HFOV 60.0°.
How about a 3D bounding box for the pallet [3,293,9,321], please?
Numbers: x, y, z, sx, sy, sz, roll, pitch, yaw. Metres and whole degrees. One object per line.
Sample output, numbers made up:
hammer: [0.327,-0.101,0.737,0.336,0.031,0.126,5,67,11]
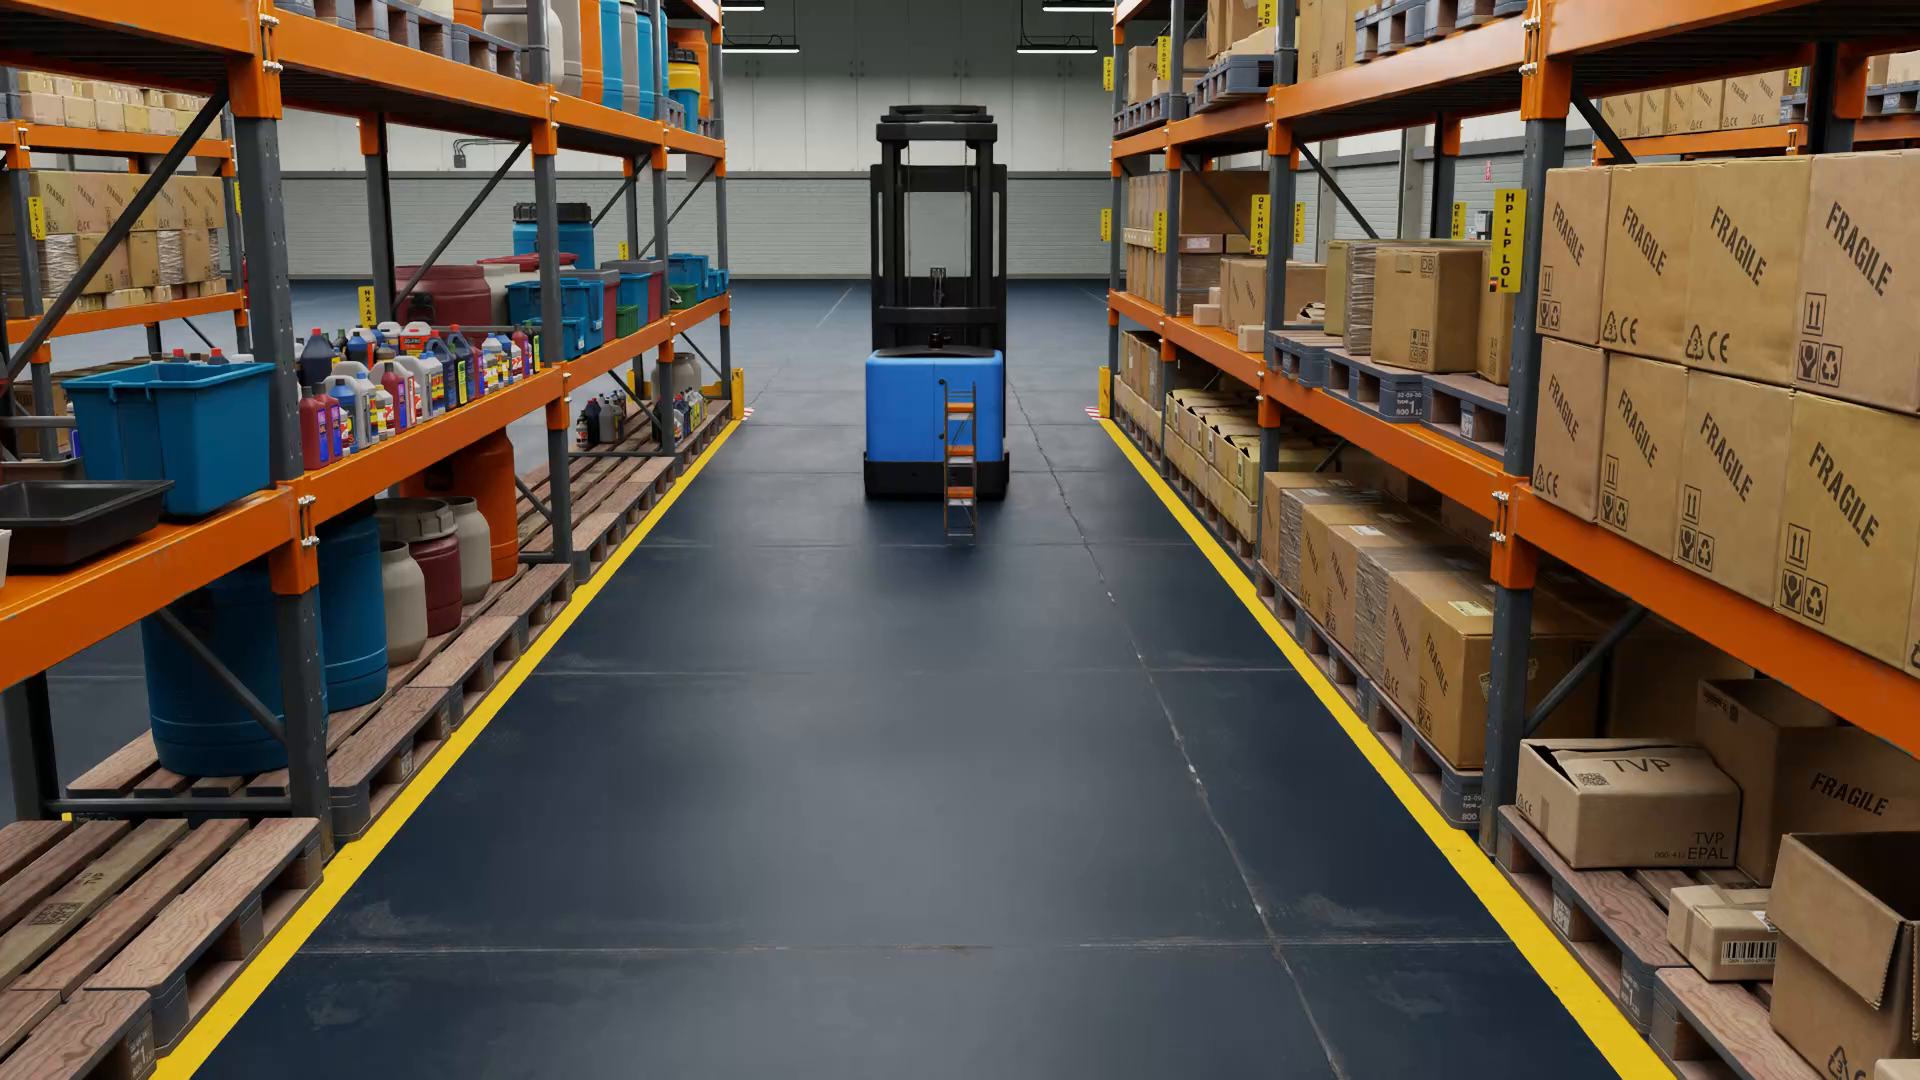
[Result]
pallet: [-7.894,-1.696,12.355,1.003,0.211,1.213,0,11,-1]

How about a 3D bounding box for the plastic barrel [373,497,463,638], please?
plastic barrel: [-2.679,0.130,7.881,0.600,0.588,0.708,0,11,-1]

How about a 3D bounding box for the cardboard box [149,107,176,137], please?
cardboard box: [-7.568,-3.838,15.265,0.500,0.250,0.500,0,11,0]

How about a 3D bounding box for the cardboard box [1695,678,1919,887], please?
cardboard box: [2.601,0.730,5.098,0.500,0.500,0.500,0,11,-1]

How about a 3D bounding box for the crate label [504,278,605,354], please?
crate label: [-2.480,-1.383,10.244,0.502,0.435,0.616,0,11,-1]

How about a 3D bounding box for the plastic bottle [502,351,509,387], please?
plastic bottle: [-2.300,-0.864,8.275,0.097,0.201,0.097,0,11,0]

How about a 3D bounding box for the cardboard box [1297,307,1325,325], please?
cardboard box: [2.259,-1.216,9.731,0.500,0.311,0.500,0,11,2]

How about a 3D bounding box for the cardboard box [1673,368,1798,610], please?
cardboard box: [2.065,-0.137,3.939,0.500,0.500,0.500,0,11,-1]

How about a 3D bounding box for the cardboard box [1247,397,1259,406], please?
cardboard box: [2.452,-0.932,12.560,0.500,0.311,0.500,0,11,0]

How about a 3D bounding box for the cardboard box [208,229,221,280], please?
cardboard box: [-7.863,-2.823,16.428,0.875,0.500,0.500,0,11,-1]

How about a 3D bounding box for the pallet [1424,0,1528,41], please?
pallet: [2.362,-1.900,5.807,1.213,0.211,1.003,0,11,-1]

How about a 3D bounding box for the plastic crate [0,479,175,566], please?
plastic crate: [-2.355,-0.045,4.279,0.437,0.125,0.590,0,11,-1]

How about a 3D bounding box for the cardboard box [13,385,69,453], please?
cardboard box: [-7.732,-1.003,13.687,0.500,0.500,0.500,-1,11,-3]

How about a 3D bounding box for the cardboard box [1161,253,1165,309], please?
cardboard box: [2.107,-2.224,14.226,0.700,0.500,0.500,0,11,-2]

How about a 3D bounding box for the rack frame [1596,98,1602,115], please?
rack frame: [7.010,-5.738,16.711,1.000,3.000,0.127,0,11,-1]

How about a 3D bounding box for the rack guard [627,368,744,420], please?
rack guard: [-2.846,-1.518,17.282,1.175,0.500,0.348,0,11,-1]

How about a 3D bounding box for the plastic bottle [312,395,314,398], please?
plastic bottle: [-2.408,-0.437,6.168,0.097,0.201,0.097,0,11,0]

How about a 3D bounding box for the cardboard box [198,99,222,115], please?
cardboard box: [-7.529,-4.275,16.418,0.380,0.149,0.250,0,11,-1]

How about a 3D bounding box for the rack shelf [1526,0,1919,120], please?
rack shelf: [2.347,-1.112,3.259,1.077,0.370,4.000,0,11,-1]

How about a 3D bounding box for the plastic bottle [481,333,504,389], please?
plastic bottle: [-2.298,-0.879,8.172,0.097,0.271,0.097,0,11,0]

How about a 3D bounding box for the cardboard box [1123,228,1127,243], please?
cardboard box: [1.850,-3.065,16.740,0.380,0.149,0.250,0,11,-2]

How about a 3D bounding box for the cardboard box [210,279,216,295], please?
cardboard box: [-7.630,-2.509,16.512,0.380,0.149,0.250,0,11,-1]

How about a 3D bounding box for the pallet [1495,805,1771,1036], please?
pallet: [2.319,1.111,5.050,1.003,0.211,1.213,0,11,-1]

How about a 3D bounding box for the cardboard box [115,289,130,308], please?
cardboard box: [-7.518,-2.111,14.553,0.380,0.149,0.250,0,11,-1]

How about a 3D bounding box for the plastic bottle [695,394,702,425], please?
plastic bottle: [-2.438,-1.197,15.160,0.152,0.276,0.135,-1,11,-3]

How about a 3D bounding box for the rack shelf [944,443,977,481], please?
rack shelf: [0.001,-0.494,10.904,0.215,0.259,0.240,0,11,-1]

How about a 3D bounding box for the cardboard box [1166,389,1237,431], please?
cardboard box: [1.900,-1.032,13.050,0.500,0.311,0.500,0,11,-1]

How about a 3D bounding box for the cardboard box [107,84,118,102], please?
cardboard box: [-7.527,-3.859,14.366,0.380,0.149,0.250,0,11,-2]

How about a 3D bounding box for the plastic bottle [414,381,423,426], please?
plastic bottle: [-2.270,-0.576,6.852,0.097,0.201,0.097,0,11,0]

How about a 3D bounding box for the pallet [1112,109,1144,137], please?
pallet: [2.046,-4.063,16.221,1.003,0.211,1.213,0,11,-1]

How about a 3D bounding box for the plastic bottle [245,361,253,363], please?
plastic bottle: [-2.875,-0.590,6.746,0.097,0.271,0.097,0,11,0]

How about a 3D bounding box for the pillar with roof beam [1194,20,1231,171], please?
pillar with roof beam: [2.965,-11.549,45.350,9.100,9.000,0.548,0,11,-1]

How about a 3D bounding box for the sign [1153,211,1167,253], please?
sign: [1.585,-2.443,13.178,0.100,0.325,0.005,0,11,-1]

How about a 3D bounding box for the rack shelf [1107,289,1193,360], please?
rack shelf: [2.099,-2.027,15.316,1.077,0.370,4.000,0,11,-1]

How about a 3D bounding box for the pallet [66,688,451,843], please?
pallet: [-2.621,0.841,6.383,1.003,0.211,1.213,0,11,-1]

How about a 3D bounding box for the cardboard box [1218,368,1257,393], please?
cardboard box: [2.444,-1.301,13.902,0.500,0.500,0.500,0,11,-1]

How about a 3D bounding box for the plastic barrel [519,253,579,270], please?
plastic barrel: [-3.012,-1.838,12.232,0.433,0.535,0.433,0,11,0]

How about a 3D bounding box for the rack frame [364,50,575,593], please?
rack frame: [-2.730,-1.167,9.268,1.000,3.000,0.127,0,11,-1]

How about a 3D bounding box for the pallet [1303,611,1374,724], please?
pallet: [2.223,0.570,7.718,1.003,0.211,1.213,0,11,-1]

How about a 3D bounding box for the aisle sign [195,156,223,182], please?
aisle sign: [-7.548,-4.025,16.815,0.394,0.787,0.004,0,11,-1]

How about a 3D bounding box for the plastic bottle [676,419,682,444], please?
plastic bottle: [-2.385,-0.912,13.943,0.097,0.201,0.097,0,11,0]

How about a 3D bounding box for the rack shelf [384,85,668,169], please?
rack shelf: [-2.771,-2.682,11.001,1.077,0.370,4.000,0,11,-1]

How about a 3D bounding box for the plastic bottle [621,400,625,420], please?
plastic bottle: [-3.167,-1.219,15.457,0.097,0.201,0.097,0,11,0]

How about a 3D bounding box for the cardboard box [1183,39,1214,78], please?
cardboard box: [2.232,-4.105,14.536,0.797,0.503,0.637,1,12,5]

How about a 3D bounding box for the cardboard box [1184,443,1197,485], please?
cardboard box: [1.923,-0.555,12.107,0.500,0.250,0.500,-1,11,-3]

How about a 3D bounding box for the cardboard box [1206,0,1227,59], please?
cardboard box: [2.113,-3.829,12.280,0.500,0.500,0.500,0,11,0]

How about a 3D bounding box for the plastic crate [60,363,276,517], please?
plastic crate: [-2.296,-0.302,4.894,0.392,0.384,0.575,0,11,-1]

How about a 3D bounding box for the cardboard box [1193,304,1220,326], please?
cardboard box: [1.954,-1.682,12.437,0.380,0.149,0.250,0,11,-1]

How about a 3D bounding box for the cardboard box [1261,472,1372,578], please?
cardboard box: [1.946,-0.086,9.118,0.500,0.500,0.500,0,11,1]

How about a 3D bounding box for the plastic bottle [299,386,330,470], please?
plastic bottle: [-2.228,-0.390,5.729,0.061,0.283,0.133,0,11,-1]

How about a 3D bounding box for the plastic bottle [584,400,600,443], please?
plastic bottle: [-3.114,-1.007,14.033,0.144,0.351,0.185,-1,11,-3]

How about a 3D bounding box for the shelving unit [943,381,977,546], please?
shelving unit: [0.001,-0.504,10.902,0.215,1.050,0.252,0,11,-1]

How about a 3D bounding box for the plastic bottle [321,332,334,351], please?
plastic bottle: [-3.072,-0.858,8.038,0.061,0.283,0.133,0,11,-1]

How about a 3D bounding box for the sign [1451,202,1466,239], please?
sign: [2.765,-1.720,9.278,0.100,0.325,0.005,0,11,-1]

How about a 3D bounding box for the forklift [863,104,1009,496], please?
forklift: [-0.164,-2.014,13.615,1.130,2.935,3.031,0,11,1]

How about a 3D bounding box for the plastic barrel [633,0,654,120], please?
plastic barrel: [-2.585,-3.578,12.346,0.600,0.901,0.708,0,11,-1]

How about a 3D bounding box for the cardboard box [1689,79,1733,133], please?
cardboard box: [6.788,-3.842,14.606,0.500,0.500,0.500,-1,11,-3]

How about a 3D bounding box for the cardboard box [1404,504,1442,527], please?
cardboard box: [2.487,0.110,8.151,0.500,0.500,0.500,-1,11,-3]

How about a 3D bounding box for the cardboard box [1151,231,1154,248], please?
cardboard box: [1.896,-2.655,14.716,0.380,0.149,0.250,0,11,0]
